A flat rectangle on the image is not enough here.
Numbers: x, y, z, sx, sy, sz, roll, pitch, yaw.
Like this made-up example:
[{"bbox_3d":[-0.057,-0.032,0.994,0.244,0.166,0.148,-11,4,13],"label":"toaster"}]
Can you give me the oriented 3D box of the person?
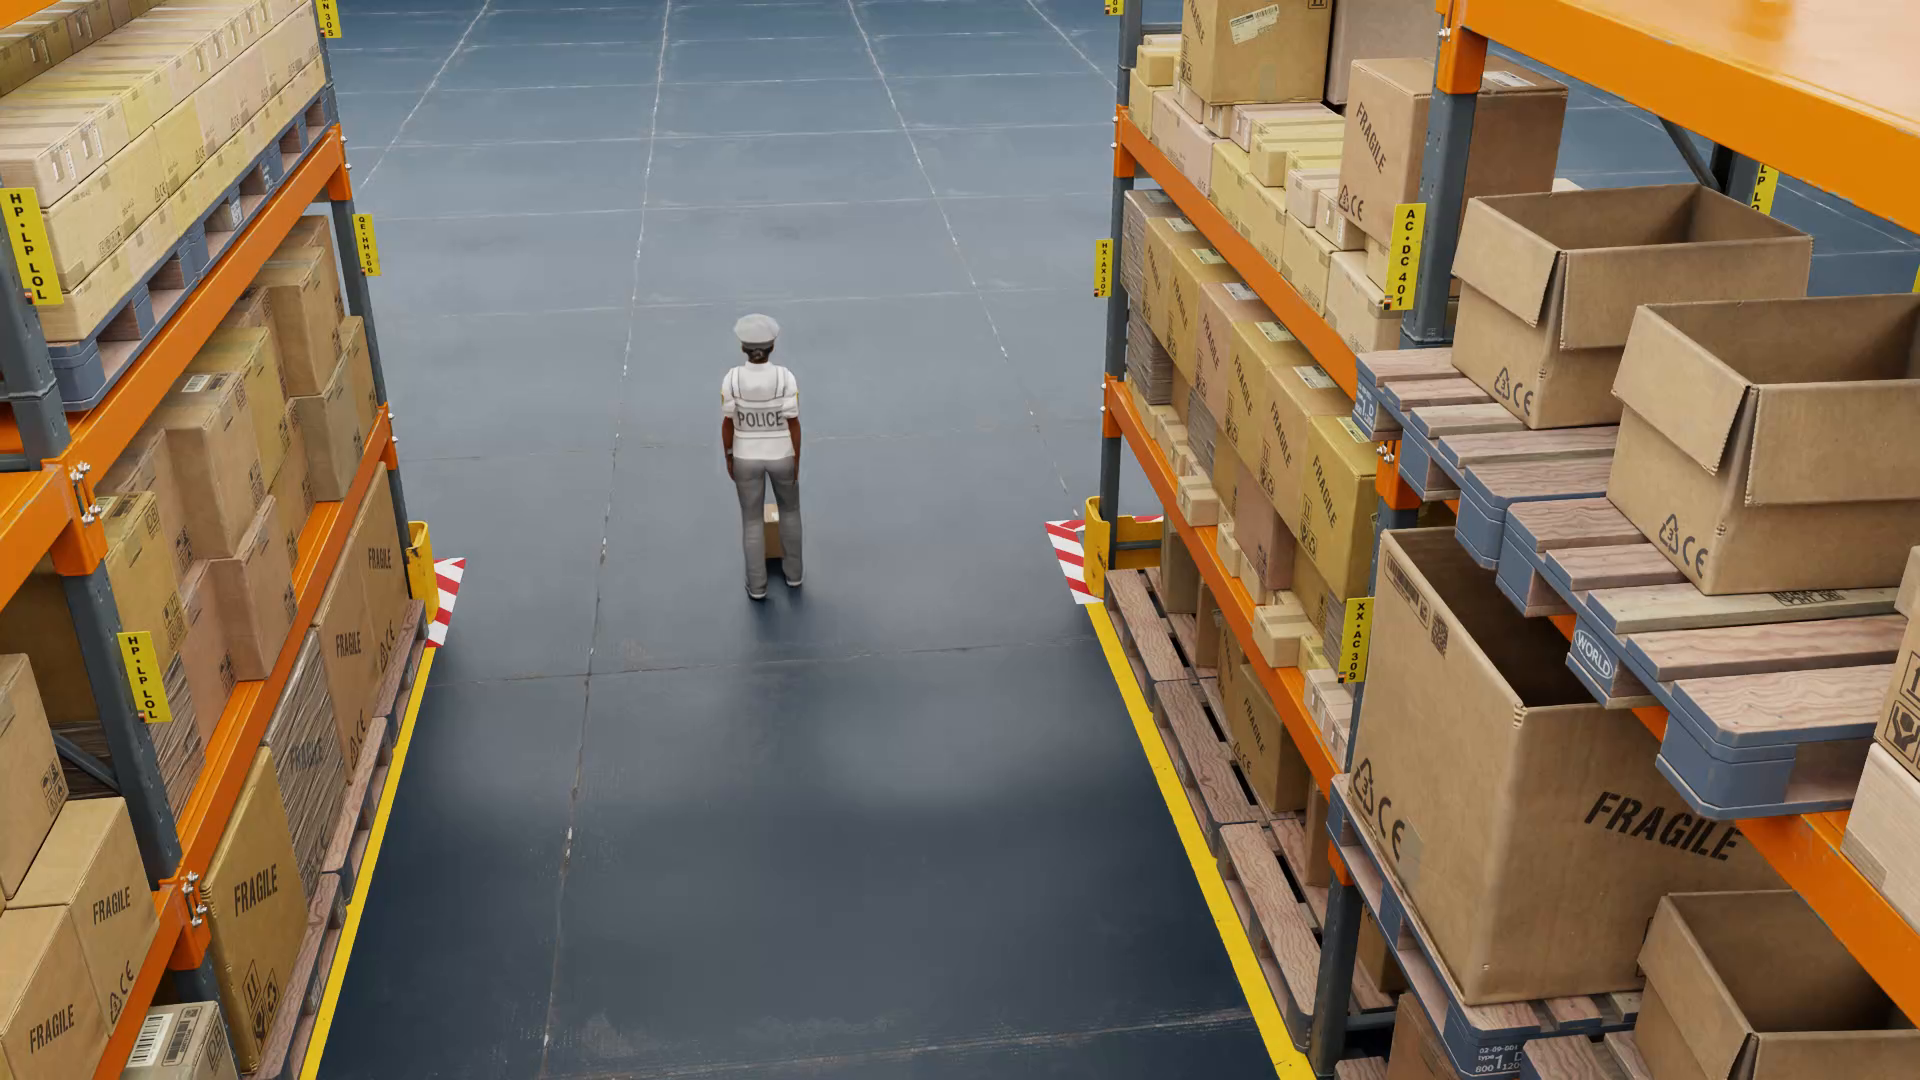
[{"bbox_3d":[-1.131,-0.487,9.544,0.441,1.681,0.428,-3,27,-6],"label":"person"}]
